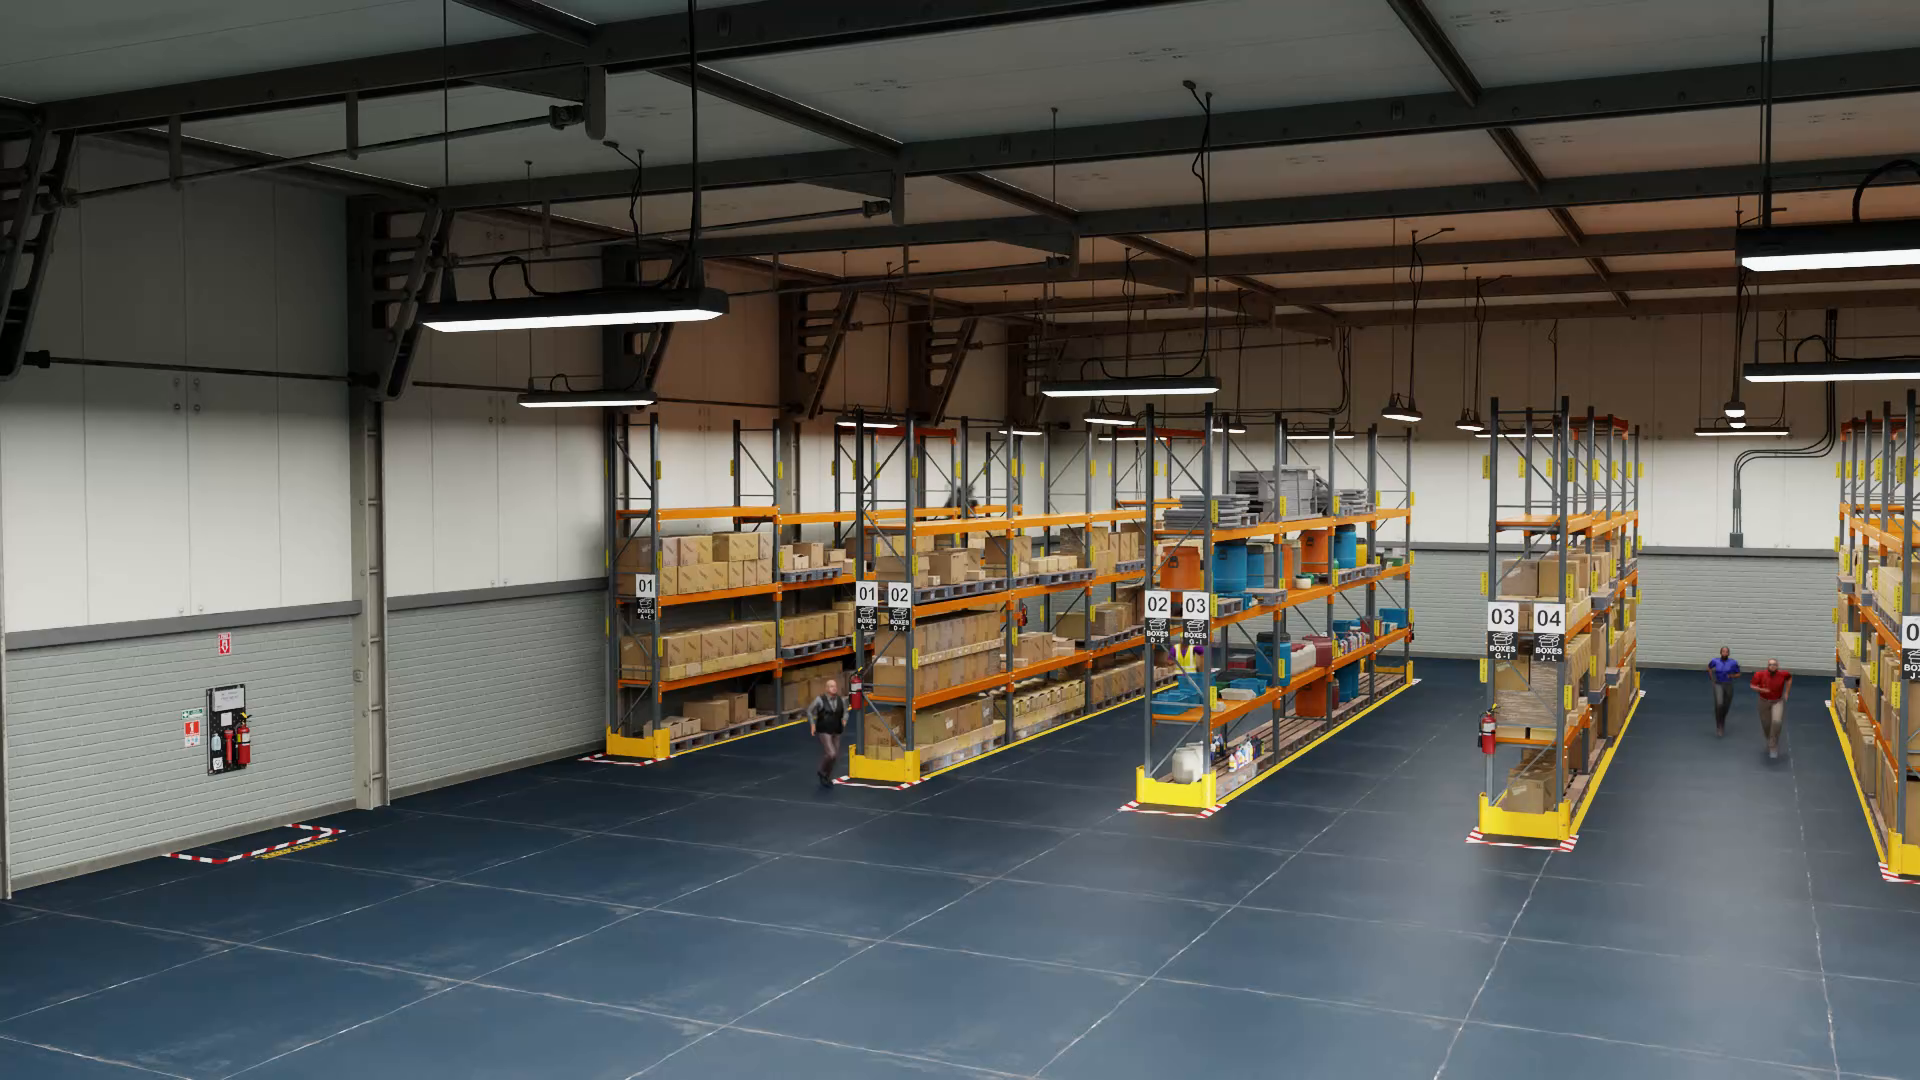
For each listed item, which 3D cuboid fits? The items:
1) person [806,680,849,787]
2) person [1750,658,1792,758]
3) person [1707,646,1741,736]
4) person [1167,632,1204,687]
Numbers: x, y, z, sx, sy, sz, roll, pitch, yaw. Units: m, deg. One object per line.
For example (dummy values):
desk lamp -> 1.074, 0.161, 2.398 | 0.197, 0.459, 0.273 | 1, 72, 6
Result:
person -> -2.035, 3.042, 26.149 | 0.629, 1.681, 0.739 | -2, 3, -32
person -> 14.303, 2.934, 29.344 | 0.658, 1.752, 1.015 | 1, 3, 27
person -> 14.551, 2.866, 31.661 | 0.548, 1.712, 0.841 | 1, 2, 15
person -> 4.513, 2.734, 33.347 | 0.729, 1.826, 0.911 | 1, 3, 18
